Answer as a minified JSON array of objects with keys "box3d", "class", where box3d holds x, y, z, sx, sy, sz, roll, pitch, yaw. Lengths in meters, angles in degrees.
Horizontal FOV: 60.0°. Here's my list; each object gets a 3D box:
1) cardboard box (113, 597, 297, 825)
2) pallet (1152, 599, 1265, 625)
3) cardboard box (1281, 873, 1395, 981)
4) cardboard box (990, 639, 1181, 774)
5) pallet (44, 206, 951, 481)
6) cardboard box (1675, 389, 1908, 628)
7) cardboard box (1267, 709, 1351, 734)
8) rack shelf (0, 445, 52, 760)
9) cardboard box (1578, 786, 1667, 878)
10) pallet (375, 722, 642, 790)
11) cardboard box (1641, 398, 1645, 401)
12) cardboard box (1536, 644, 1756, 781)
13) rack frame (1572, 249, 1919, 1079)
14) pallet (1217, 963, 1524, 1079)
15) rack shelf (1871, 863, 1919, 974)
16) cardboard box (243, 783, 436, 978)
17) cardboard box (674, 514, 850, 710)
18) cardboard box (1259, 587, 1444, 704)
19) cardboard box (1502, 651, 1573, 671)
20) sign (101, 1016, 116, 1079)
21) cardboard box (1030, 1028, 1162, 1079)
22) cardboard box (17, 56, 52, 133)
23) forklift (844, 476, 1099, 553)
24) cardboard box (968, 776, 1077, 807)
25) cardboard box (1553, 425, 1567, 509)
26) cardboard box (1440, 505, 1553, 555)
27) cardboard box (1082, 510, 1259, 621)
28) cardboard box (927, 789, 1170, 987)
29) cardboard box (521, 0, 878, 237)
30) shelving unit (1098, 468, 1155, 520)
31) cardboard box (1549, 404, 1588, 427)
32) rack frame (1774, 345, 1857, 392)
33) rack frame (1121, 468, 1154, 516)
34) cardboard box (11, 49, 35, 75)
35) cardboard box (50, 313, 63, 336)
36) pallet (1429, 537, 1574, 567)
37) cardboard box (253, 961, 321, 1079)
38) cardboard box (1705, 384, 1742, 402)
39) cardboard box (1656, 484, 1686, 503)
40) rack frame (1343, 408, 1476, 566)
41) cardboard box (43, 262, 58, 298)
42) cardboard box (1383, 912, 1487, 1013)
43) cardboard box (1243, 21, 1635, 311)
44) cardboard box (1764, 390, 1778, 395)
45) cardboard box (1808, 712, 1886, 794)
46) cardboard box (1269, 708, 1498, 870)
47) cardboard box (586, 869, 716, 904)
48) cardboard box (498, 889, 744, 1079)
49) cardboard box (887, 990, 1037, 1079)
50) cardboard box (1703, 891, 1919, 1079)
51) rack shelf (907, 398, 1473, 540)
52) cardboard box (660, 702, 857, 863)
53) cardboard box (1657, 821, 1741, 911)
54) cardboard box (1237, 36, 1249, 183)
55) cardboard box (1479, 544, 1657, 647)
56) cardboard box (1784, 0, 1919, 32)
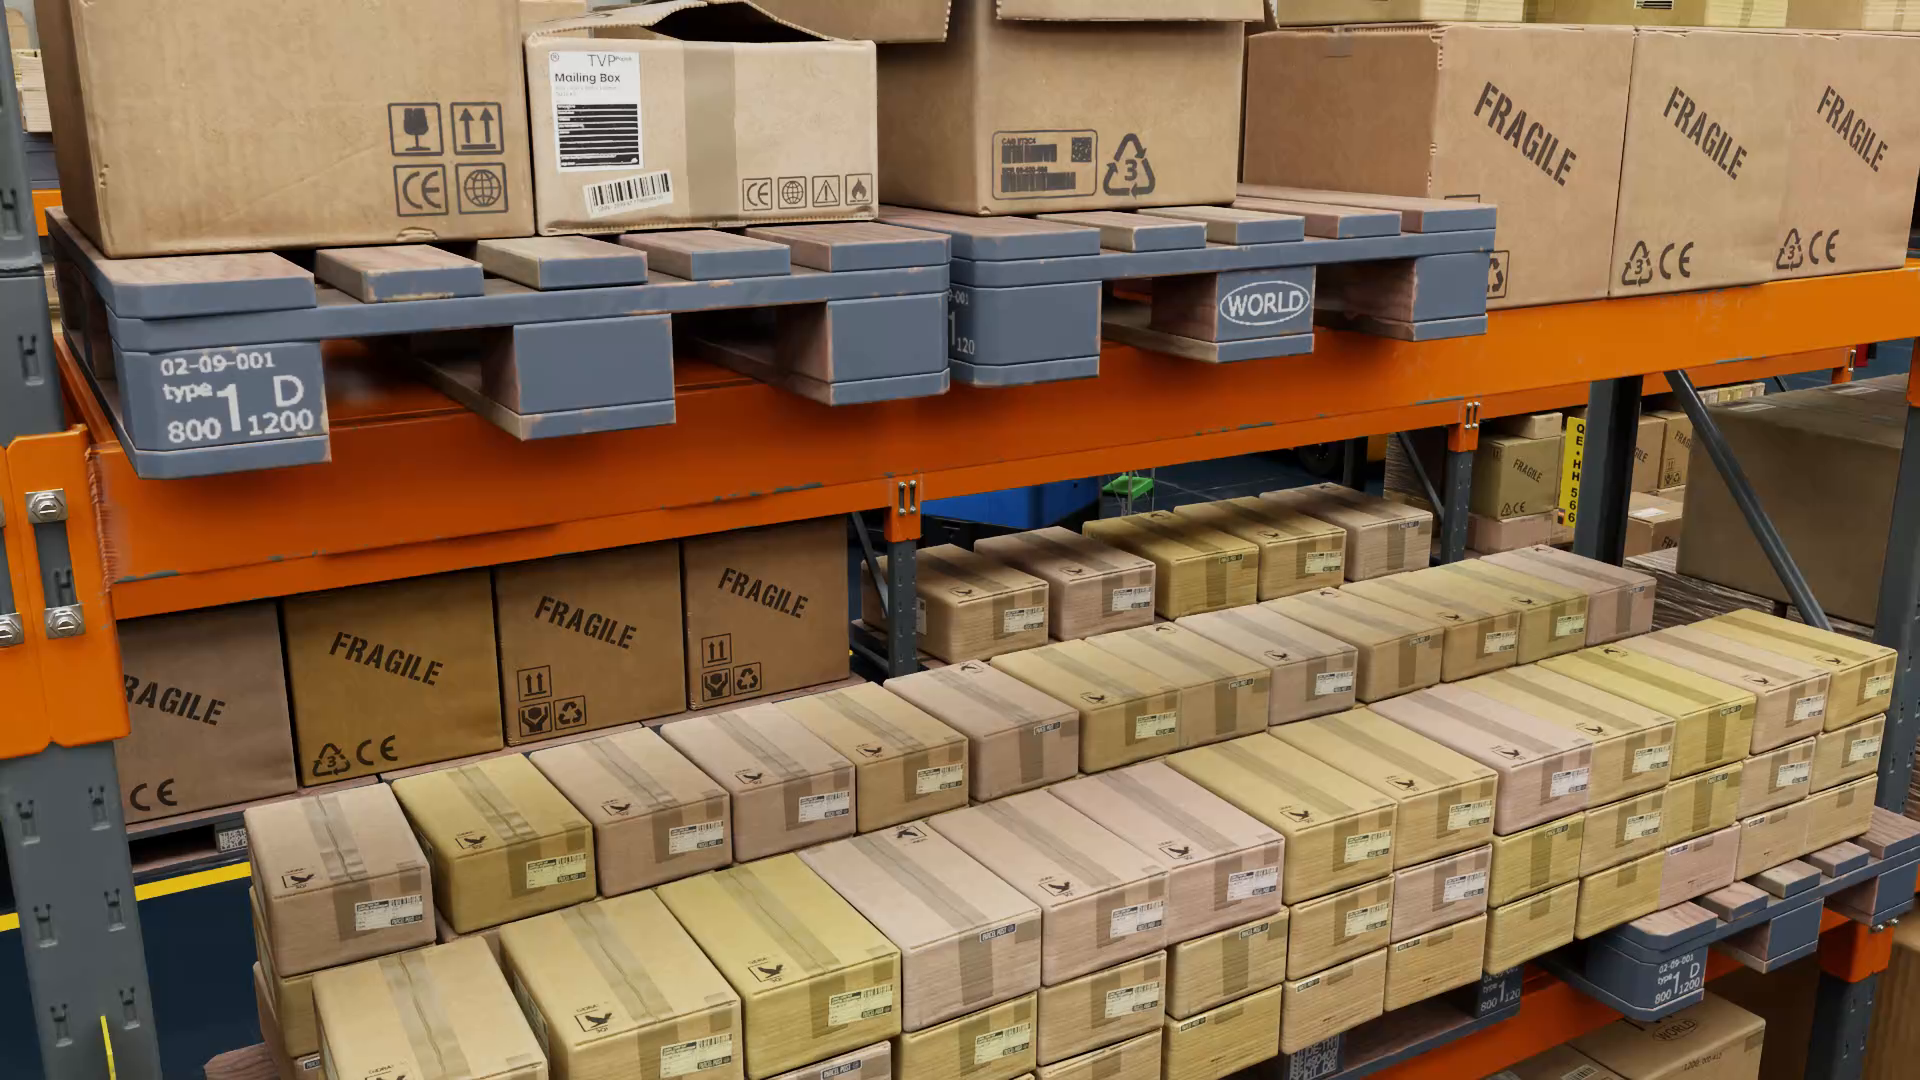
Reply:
[{"box3d":[-3.467,0.631,7.259,0.875,0.875,0.875,-9,18,-28],"class":"cardboard box"},{"box3d":[1.187,0.425,10.003,1.213,0.211,1.003,-9,18,-30],"class":"pallet"},{"box3d":[0.593,0.656,3.150,0.250,0.149,0.380,-10,18,-31],"class":"cardboard box"},{"box3d":[0.270,0.359,3.657,0.250,0.149,0.380,-10,18,-30],"class":"cardboard box"},{"box3d":[-0.737,-0.369,2.459,1.003,0.211,1.213,-9,18,-30],"class":"pallet"},{"box3d":[2.498,-0.099,4.669,0.500,0.500,0.700,-9,18,-30],"class":"cardboard box"},{"box3d":[0.701,0.432,3.947,0.250,0.149,0.380,-9,18,-30],"class":"cardboard box"},{"box3d":[-3.035,0.226,1.320,4.000,0.370,1.077,-9,18,-30],"class":"rack shelf"},{"box3d":[1.252,0.549,3.530,0.250,0.149,0.380,-9,18,-30],"class":"cardboard box"},{"box3d":[-2.288,0.962,8.086,1.213,0.211,1.003,-9,18,-30],"class":"pallet"},{"box3d":[4.595,-0.799,12.130,0.500,0.500,0.500,-9,18,-29],"class":"cardboard box"},{"box3d":[1.483,0.368,3.626,0.250,0.149,0.380,-9,18,-28],"class":"cardboard box"},{"box3d":[2.108,0.490,4.603,0.127,3.000,1.000,-9,18,-30],"class":"rack frame"},{"box3d":[0.432,0.867,3.614,1.213,0.211,1.003,-9,18,-30],"class":"pallet"},{"box3d":[3.822,0.559,5.692,4.000,0.370,1.077,-9,18,-30],"class":"rack shelf"},{"box3d":[-1.078,0.578,2.877,0.250,0.149,0.380,-8,18,-27],"class":"cardboard box"},{"box3d":[-1.163,0.257,8.595,0.875,0.875,0.875,-9,18,-30],"class":"cardboard box"},{"box3d":[0.943,0.250,4.047,0.250,0.149,0.380,-10,19,-32],"class":"cardboard box"},{"box3d":[1.358,0.325,4.330,0.250,0.149,0.380,-8,18,-27],"class":"cardboard box"},{"box3d":[-1.035,0.754,2.059,0.005,0.325,0.100,-9,18,-30],"class":"sign"},{"box3d":[0.138,0.873,2.926,0.250,0.149,0.380,-10,19,-32],"class":"cardboard box"},{"box3d":[-3.348,-1.655,6.171,0.258,0.266,0.396,-9,18,-30],"class":"cardboard box"},{"box3d":[-0.550,-1.495,11.811,3.031,2.935,1.130,9,18,28],"class":"forklift"},{"box3d":[0.046,0.537,3.574,0.250,0.149,0.380,-9,18,-29],"class":"cardboard box"},{"box3d":[3.998,-0.533,11.181,0.500,0.500,0.500,-8,18,-27],"class":"cardboard box"},{"box3d":[3.545,-0.095,11.007,0.500,0.250,0.500,-10,19,-32],"class":"cardboard box"},{"box3d":[1.243,0.137,9.953,0.625,0.372,0.950,-9,18,-28],"class":"cardboard box"},{"box3d":[0.145,0.585,2.850,0.250,0.149,0.380,-9,18,-30],"class":"cardboard box"},{"box3d":[-0.459,-0.631,2.433,0.500,0.311,0.500,-10,18,-30],"class":"cardboard box"},{"box3d":[1.207,-0.637,11.960,0.258,1.200,0.503,7,17,24],"class":"shelving unit"},{"box3d":[4.123,-0.844,11.087,0.250,0.149,0.380,-8,18,-28],"class":"cardboard box"},{"box3d":[6.329,-1.753,12.606,0.127,3.000,1.000,-9,18,-30],"class":"rack frame"},{"box3d":[1.312,-0.697,12.173,0.240,1.200,0.015,7,17,24],"class":"rack frame"},{"box3d":[-5.843,-2.943,10.246,0.250,0.149,0.380,-9,18,-29],"class":"cardboard box"},{"box3d":[-3.432,-0.609,6.488,0.500,0.500,0.500,-9,18,-29],"class":"cardboard box"},{"box3d":[3.458,0.044,11.361,1.213,0.211,1.003,-9,18,-30],"class":"pallet"},{"box3d":[-1.083,0.864,2.957,0.250,0.149,0.380,-10,18,-31],"class":"cardboard box"},{"box3d":[5.280,-1.032,11.760,0.250,0.149,0.380,-9,18,-29],"class":"cardboard box"},{"box3d":[4.881,-0.312,11.783,0.500,0.250,0.500,-10,18,-32],"class":"cardboard box"},{"box3d":[2.900,-1.197,10.623,0.127,3.000,1.000,-9,18,-30],"class":"rack frame"},{"box3d":[-5.987,-1.499,10.736,0.500,0.500,0.700,-9,18,-28],"class":"cardboard box"},{"box3d":[0.819,0.761,3.325,0.250,0.149,0.380,-9,18,-28],"class":"cardboard box"},{"box3d":[0.896,-0.723,3.189,0.500,0.500,0.500,-9,18,-30],"class":"cardboard box"},{"box3d":[5.777,-0.821,12.207,0.500,0.500,0.500,-9,18,-29],"class":"cardboard box"},{"box3d":[1.919,0.440,3.920,0.250,0.149,0.380,-9,18,-29],"class":"cardboard box"},{"box3d":[0.814,0.476,3.240,0.250,0.149,0.380,-8,18,-27],"class":"cardboard box"},{"box3d":[-0.642,0.650,3.170,0.250,0.149,0.380,-8,18,-27],"class":"cardboard box"},{"box3d":[-0.511,0.690,2.476,0.250,0.149,0.380,-9,18,-28],"class":"cardboard box"},{"box3d":[-0.082,0.765,2.761,0.250,0.149,0.380,-10,19,-32],"class":"cardboard box"},{"box3d":[2.676,1.307,5.078,0.750,0.750,1.050,-9,18,-30],"class":"cardboard box"},{"box3d":[1.186,-0.573,9.728,4.000,0.370,1.077,-9,18,-30],"class":"rack shelf"},{"box3d":[-0.400,0.468,3.268,0.250,0.149,0.380,-9,18,-30],"class":"cardboard box"},{"box3d":[1.487,0.654,3.707,0.250,0.149,0.380,-9,18,-29],"class":"cardboard box"},{"box3d":[0.630,-0.843,3.616,0.500,0.500,0.500,-9,18,-30],"class":"cardboard box"},{"box3d":[1.608,0.143,4.429,0.250,0.149,0.380,-9,18,-30],"class":"cardboard box"},{"box3d":[1.895,-1.254,3.667,0.258,0.266,0.396,-9,18,-30],"class":"cardboard box"}]
